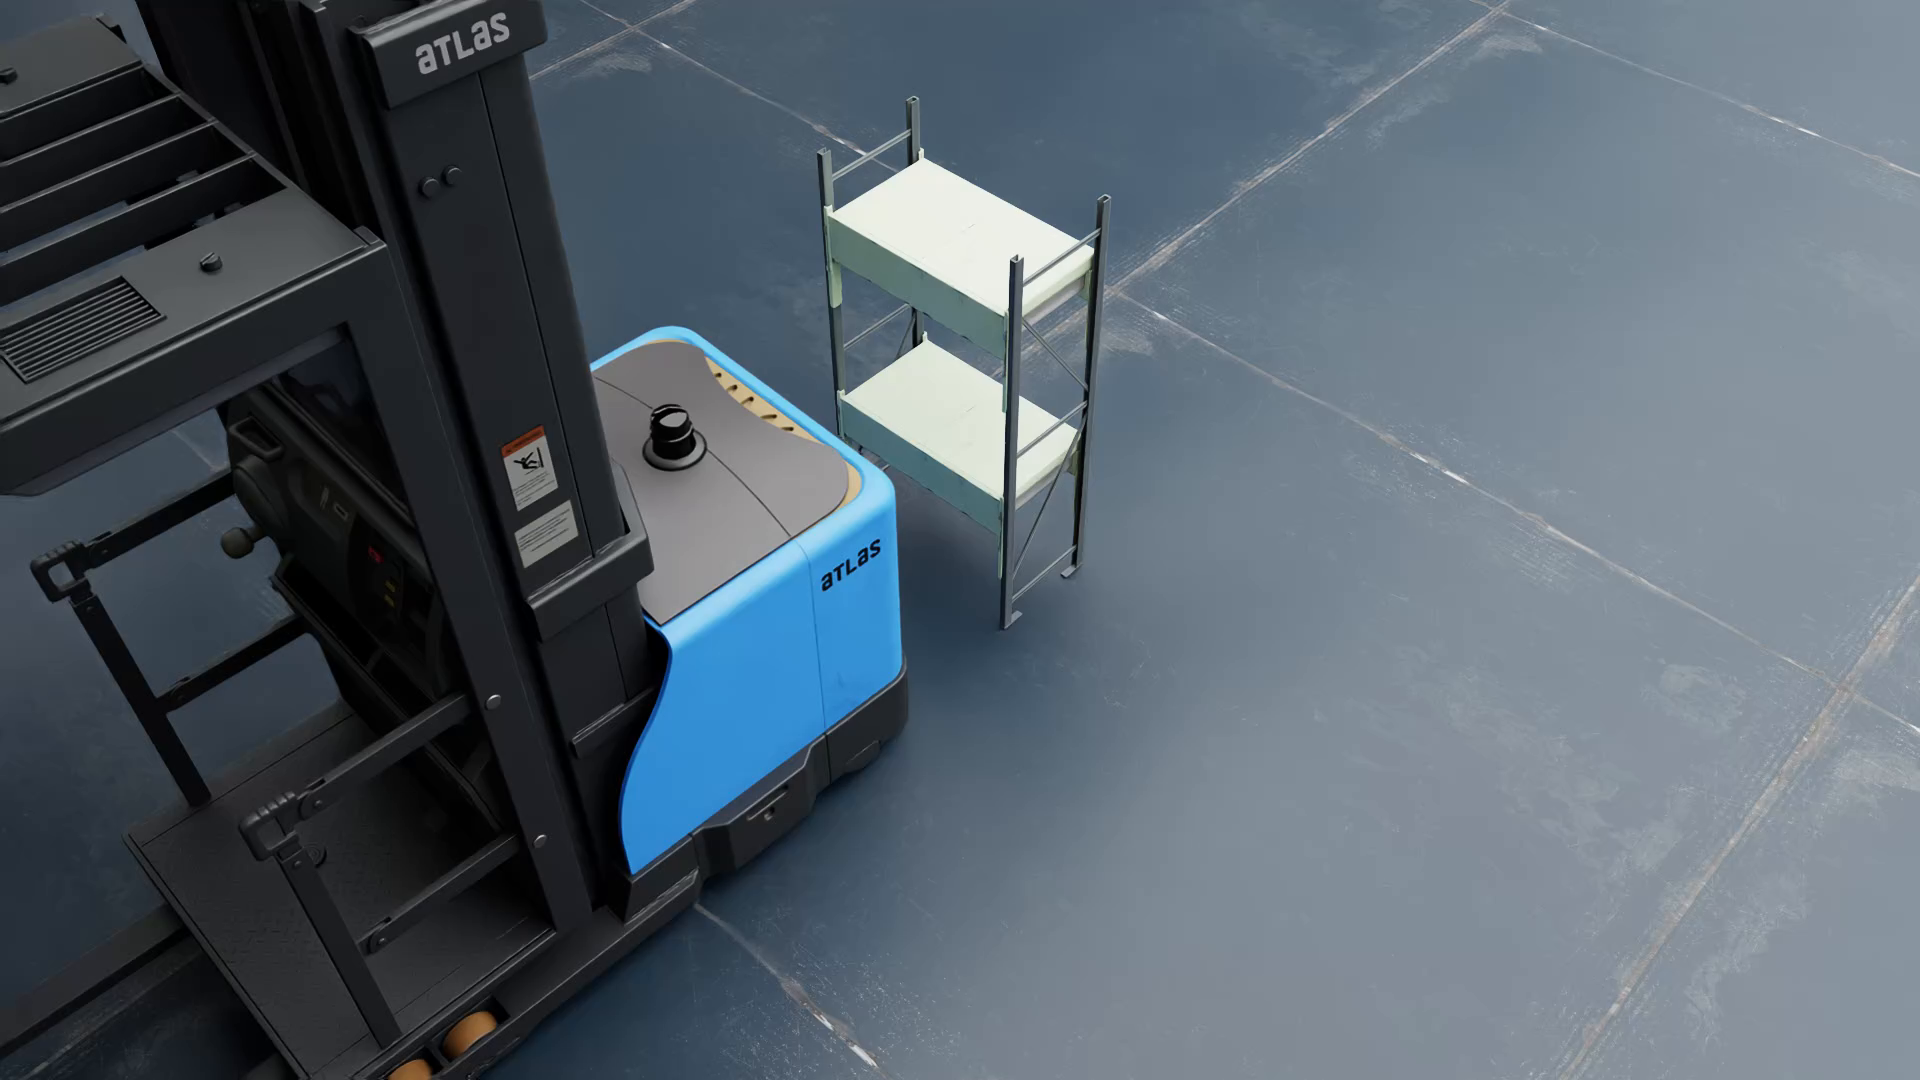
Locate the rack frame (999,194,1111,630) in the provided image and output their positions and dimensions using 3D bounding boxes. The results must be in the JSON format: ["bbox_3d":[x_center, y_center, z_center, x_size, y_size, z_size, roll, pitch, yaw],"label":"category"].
[{"bbox_3d":[0.274,-0.329,5.030,0.023,1.500,0.400,34,55,28],"label":"rack frame"}]

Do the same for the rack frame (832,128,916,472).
[{"bbox_3d":[-0.263,-0.692,5.371,0.010,1.308,0.380,34,55,28],"label":"rack frame"}]

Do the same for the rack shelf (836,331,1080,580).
[{"bbox_3d":[0.005,-0.287,5.438,0.720,0.370,0.431,34,55,28],"label":"rack shelf"}]

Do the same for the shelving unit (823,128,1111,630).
[{"bbox_3d":[0.007,-0.508,5.199,0.748,1.500,0.431,34,55,28],"label":"shelving unit"}]

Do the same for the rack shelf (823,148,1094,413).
[{"bbox_3d":[0.005,-0.777,4.916,0.720,0.370,0.431,34,55,28],"label":"rack shelf"}]
